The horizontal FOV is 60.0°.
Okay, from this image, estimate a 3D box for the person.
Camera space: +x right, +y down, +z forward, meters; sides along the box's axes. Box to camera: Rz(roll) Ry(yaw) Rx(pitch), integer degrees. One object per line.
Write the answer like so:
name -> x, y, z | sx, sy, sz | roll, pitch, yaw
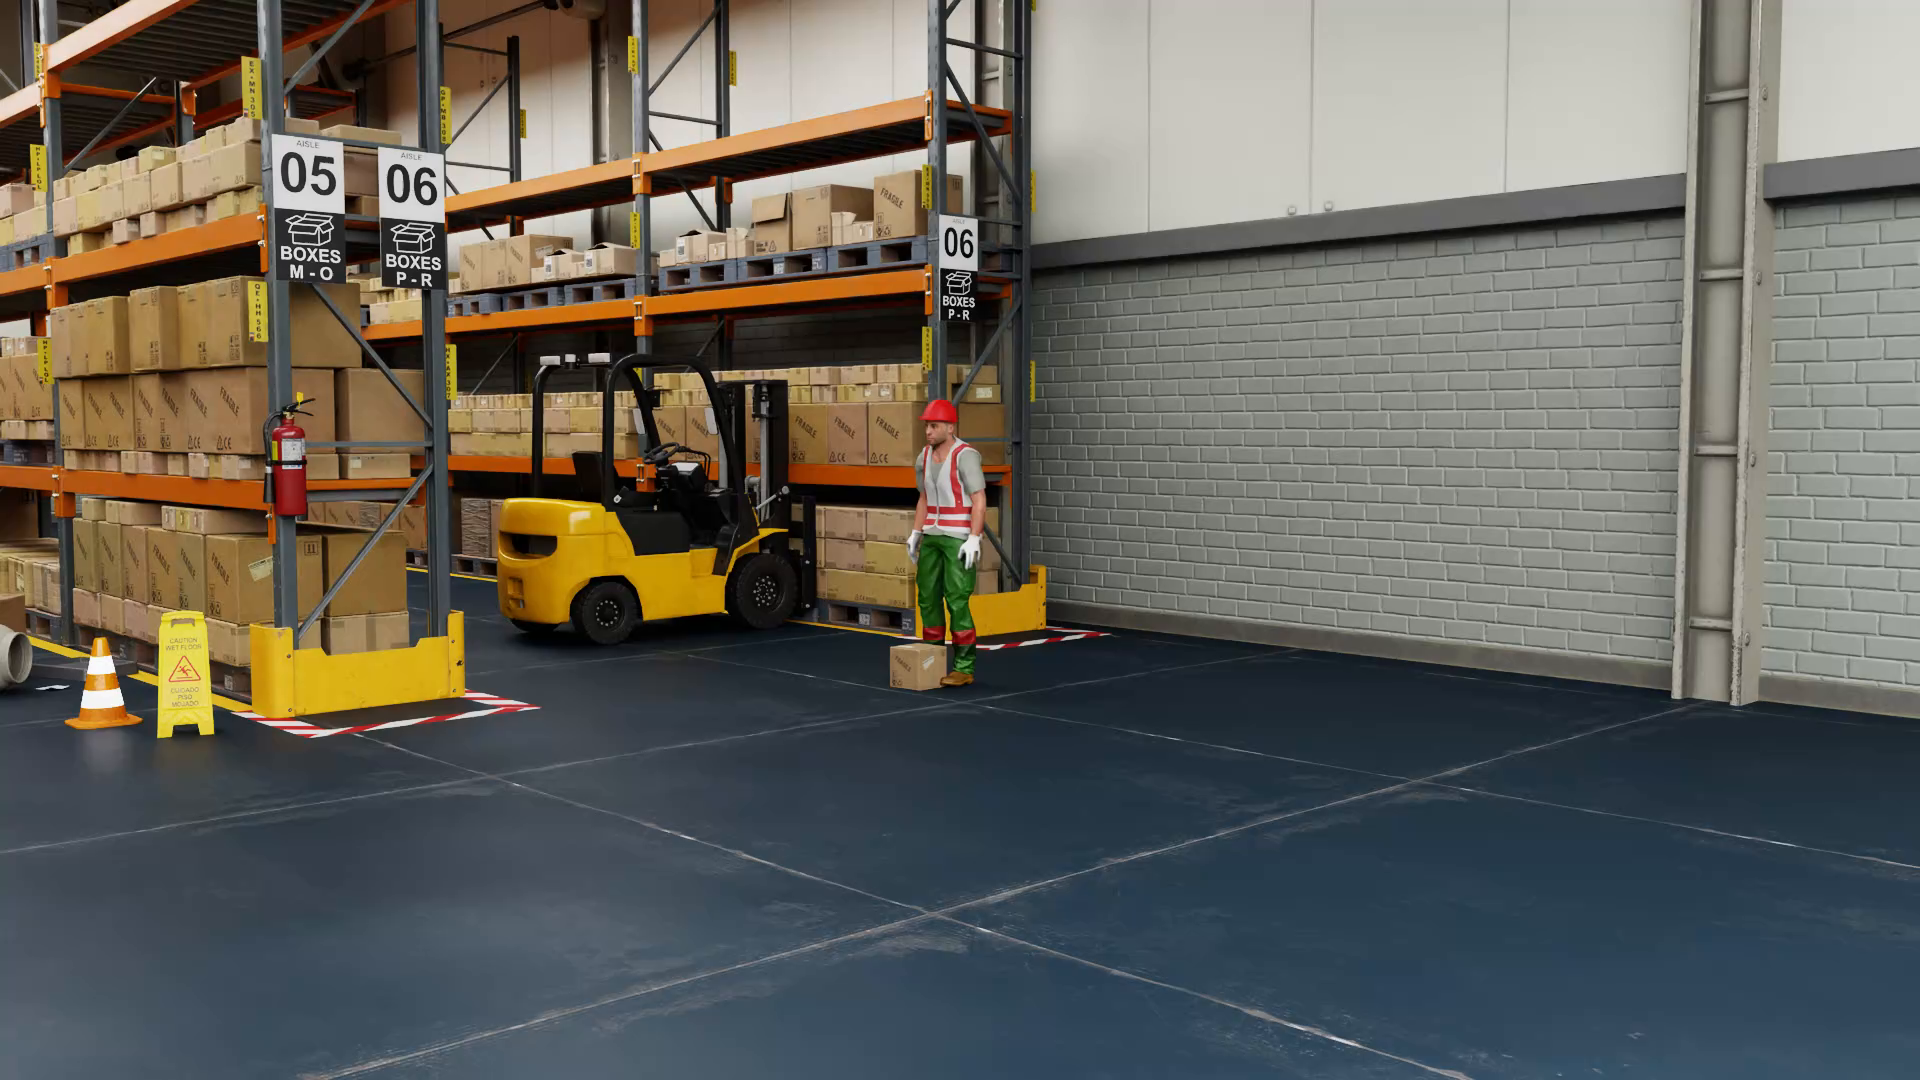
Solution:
person -> -0.096, 0.013, 10.407 | 0.454, 1.779, 0.610 | -4, 5, -44
